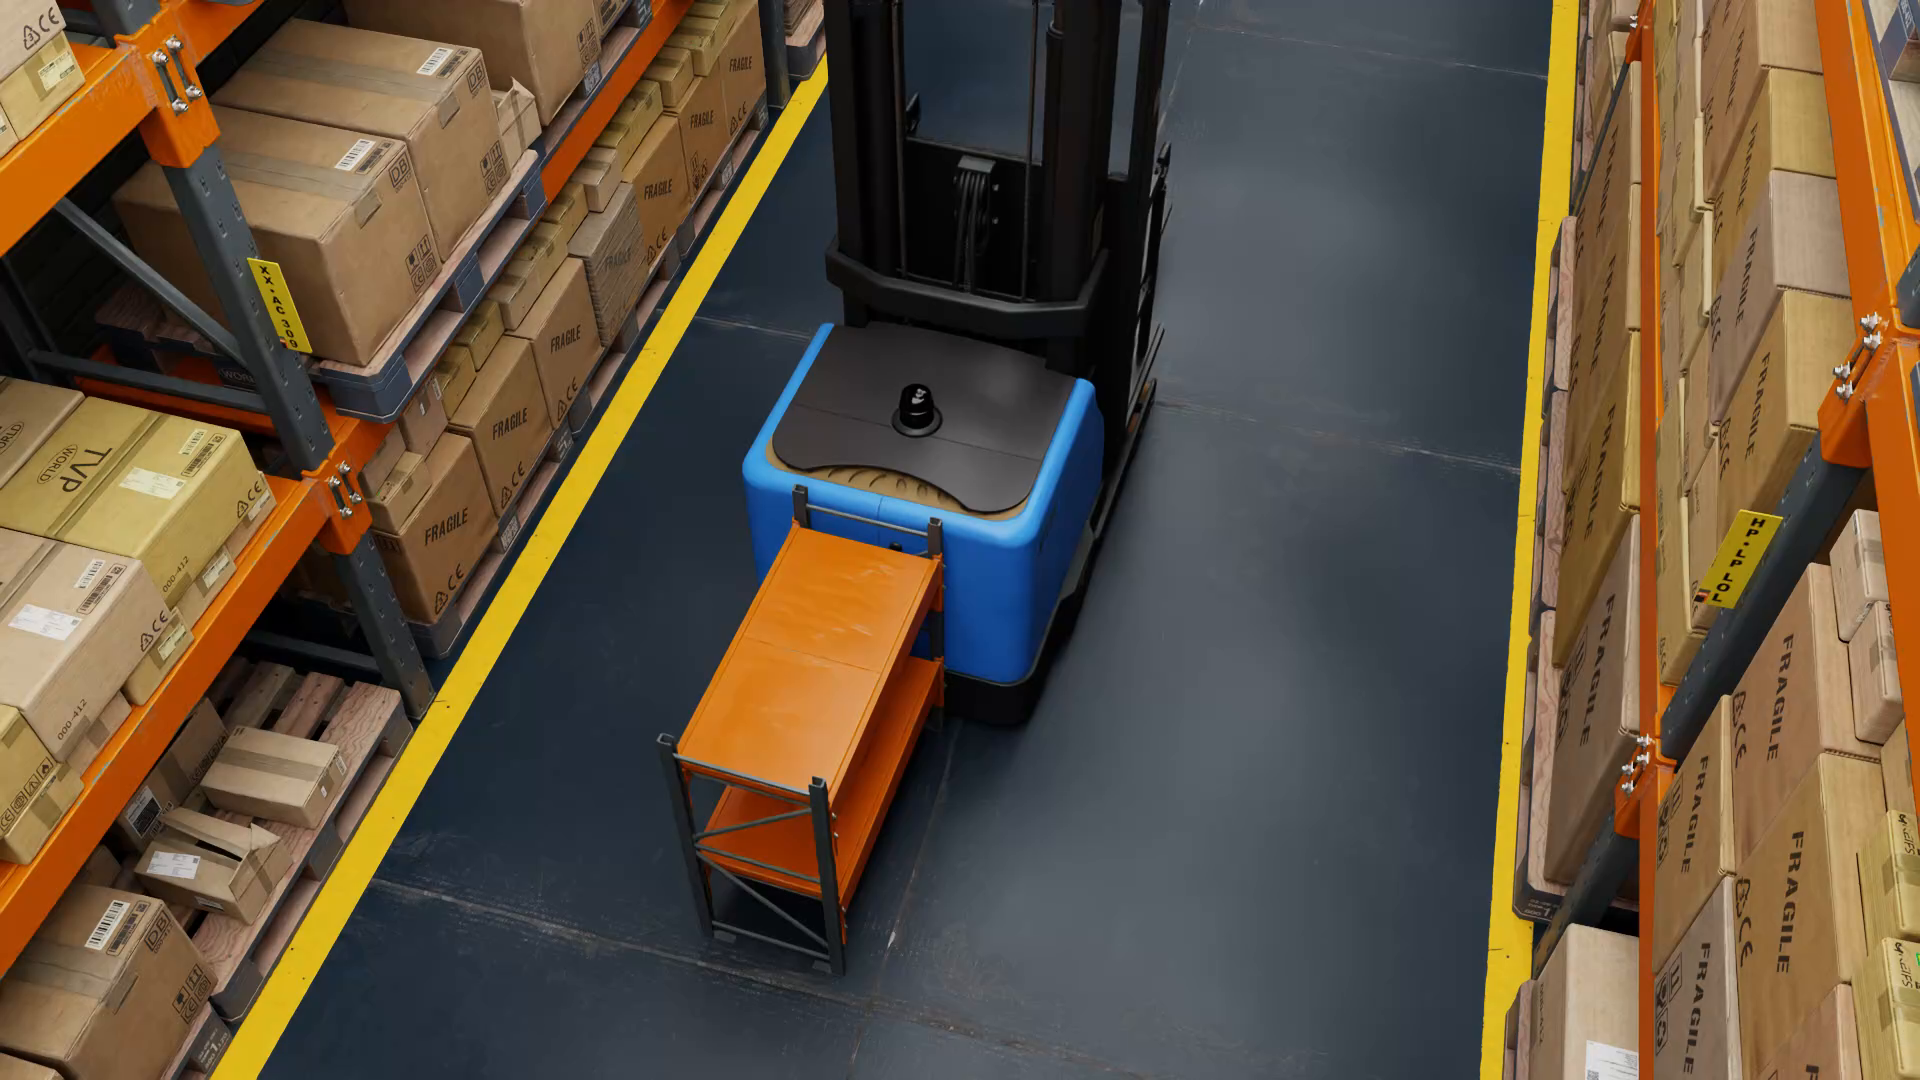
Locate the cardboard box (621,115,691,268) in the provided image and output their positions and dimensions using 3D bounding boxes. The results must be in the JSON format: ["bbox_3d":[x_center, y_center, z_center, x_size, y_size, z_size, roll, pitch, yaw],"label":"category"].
[{"bbox_3d":[-1.565,-1.588,7.457,0.500,0.500,0.500,14,50,12],"label":"cardboard box"}]

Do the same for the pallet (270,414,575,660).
[{"bbox_3d":[-2.259,-0.144,6.655,1.003,0.211,1.213,12,50,10],"label":"pallet"}]

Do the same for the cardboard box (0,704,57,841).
[{"bbox_3d":[-2.597,0.620,4.022,0.500,0.250,0.500,11,50,10],"label":"cardboard box"}]

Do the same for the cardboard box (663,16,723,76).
[{"bbox_3d":[-1.311,-2.280,7.635,0.380,0.149,0.250,9,49,8],"label":"cardboard box"}]

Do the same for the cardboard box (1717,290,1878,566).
[{"bbox_3d":[2.229,-0.230,4.138,0.500,0.500,0.500,13,50,11],"label":"cardboard box"}]

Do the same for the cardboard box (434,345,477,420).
[{"bbox_3d":[-2.031,-0.608,6.159,0.380,0.149,0.250,9,49,8],"label":"cardboard box"}]

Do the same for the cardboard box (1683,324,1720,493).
[{"bbox_3d":[2.359,-0.339,4.734,0.500,0.250,0.500,13,50,11],"label":"cardboard box"}]

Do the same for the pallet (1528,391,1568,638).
[{"bbox_3d":[2.803,-0.029,6.554,1.003,0.211,1.213,12,50,10],"label":"pallet"}]

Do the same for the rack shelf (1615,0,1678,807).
[{"bbox_3d":[2.880,-0.702,5.768,1.077,0.370,4.000,12,50,10],"label":"rack shelf"}]

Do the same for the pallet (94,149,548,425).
[{"bbox_3d":[-2.121,-0.964,5.647,1.003,0.211,1.213,12,50,10],"label":"pallet"}]

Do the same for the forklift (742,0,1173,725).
[{"bbox_3d":[0.202,-1.434,5.980,1.130,2.935,3.031,14,50,12],"label":"forklift"}]

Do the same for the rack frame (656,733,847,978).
[{"bbox_3d":[-0.611,0.985,5.049,0.500,1.125,0.032,14,50,12],"label":"rack frame"}]

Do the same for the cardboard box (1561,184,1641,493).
[{"bbox_3d":[2.905,-0.695,6.419,0.875,0.875,0.875,12,50,10],"label":"cardboard box"}]

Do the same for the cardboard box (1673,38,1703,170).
[{"bbox_3d":[2.754,-1.453,5.718,0.500,0.250,0.500,11,50,10],"label":"cardboard box"}]

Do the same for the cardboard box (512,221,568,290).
[{"bbox_3d":[-1.802,-1.161,6.647,0.380,0.149,0.250,13,50,11],"label":"cardboard box"}]

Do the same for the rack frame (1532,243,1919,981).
[{"bbox_3d":[2.353,0.506,4.221,1.000,3.000,0.127,12,50,10],"label":"rack frame"}]

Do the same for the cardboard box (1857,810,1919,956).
[{"bbox_3d":[1.817,0.654,2.925,0.380,0.149,0.250,11,50,10],"label":"cardboard box"}]

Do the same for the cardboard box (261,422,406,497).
[{"bbox_3d":[-2.144,-0.314,5.702,0.380,0.149,0.250,11,49,9],"label":"cardboard box"}]

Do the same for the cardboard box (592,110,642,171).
[{"bbox_3d":[-1.602,-1.735,7.154,0.380,0.149,0.250,11,49,9],"label":"cardboard box"}]

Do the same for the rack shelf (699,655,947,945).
[{"bbox_3d":[-0.453,0.784,5.553,0.538,0.278,1.000,14,50,12],"label":"rack shelf"}]

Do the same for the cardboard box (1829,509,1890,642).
[{"bbox_3d":[2.020,0.105,3.410,0.380,0.149,0.250,11,49,9],"label":"cardboard box"}]

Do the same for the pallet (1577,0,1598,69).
[{"bbox_3d":[3.936,-2.909,9.095,1.003,0.211,1.213,12,50,10],"label":"pallet"}]

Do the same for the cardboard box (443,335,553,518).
[{"bbox_3d":[-1.961,-0.475,6.475,0.500,0.500,0.500,11,49,10],"label":"cardboard box"}]

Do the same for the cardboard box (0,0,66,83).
[{"bbox_3d":[-2.322,-1.114,3.552,0.500,0.250,0.500,12,50,10],"label":"cardboard box"}]

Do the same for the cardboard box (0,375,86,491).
[{"bbox_3d":[-2.827,-0.214,4.759,0.500,0.250,0.500,11,50,10],"label":"cardboard box"}]

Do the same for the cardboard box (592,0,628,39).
[{"bbox_3d":[-1.635,-2.320,6.367,0.797,0.503,0.637,11,49,9],"label":"cardboard box"}]

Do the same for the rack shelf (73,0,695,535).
[{"bbox_3d":[-1.910,-1.679,6.630,1.077,0.370,4.000,12,50,10],"label":"rack shelf"}]

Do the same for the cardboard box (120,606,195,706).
[{"bbox_3d":[-2.369,0.278,4.590,0.380,0.149,0.250,13,50,11],"label":"cardboard box"}]

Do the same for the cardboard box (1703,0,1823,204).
[{"bbox_3d":[2.632,-1.346,5.123,0.500,0.500,0.500,12,50,11],"label":"cardboard box"}]

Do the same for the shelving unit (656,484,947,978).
[{"bbox_3d":[-0.453,0.622,5.369,0.538,1.125,1.048,14,50,12],"label":"shelving unit"}]

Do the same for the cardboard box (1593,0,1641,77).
[{"bbox_3d":[3.751,-2.599,8.434,0.950,0.372,0.625,11,49,9],"label":"cardboard box"}]

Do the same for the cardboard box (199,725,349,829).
[{"bbox_3d":[-2.300,0.795,5.588,0.380,0.149,0.250,10,49,9],"label":"cardboard box"}]

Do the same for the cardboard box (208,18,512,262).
[{"bbox_3d":[-1.957,-1.323,5.489,0.700,0.500,0.500,12,50,10],"label":"cardboard box"}]

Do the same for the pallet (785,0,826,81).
[{"bbox_3d":[-1.129,-3.029,9.201,1.003,0.211,1.213,12,50,10],"label":"pallet"}]

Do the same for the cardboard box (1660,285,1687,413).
[{"bbox_3d":[2.514,-0.548,5.252,0.500,0.250,0.500,10,49,9],"label":"cardboard box"}]

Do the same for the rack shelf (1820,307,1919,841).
[{"bbox_3d":[1.827,1.198,2.090,1.077,0.370,4.000,12,50,10],"label":"rack shelf"}]

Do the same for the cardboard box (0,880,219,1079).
[{"bbox_3d":[-2.701,1.326,4.885,0.700,0.500,0.500,10,49,9],"label":"cardboard box"}]

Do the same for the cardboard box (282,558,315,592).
[{"bbox_3d":[-2.593,-0.196,6.228,0.500,0.500,0.500,11,50,10],"label":"cardboard box"}]

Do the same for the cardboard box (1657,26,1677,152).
[{"bbox_3d":[2.916,-1.658,6.232,0.500,0.250,0.500,10,49,9],"label":"cardboard box"}]

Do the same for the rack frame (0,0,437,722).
[{"bbox_3d":[-2.436,-0.471,5.084,1.000,3.000,0.127,12,50,10],"label":"rack frame"}]

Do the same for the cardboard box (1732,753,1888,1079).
[{"bbox_3d":[1.855,0.803,3.226,0.500,0.500,0.500,11,49,10],"label":"cardboard box"}]

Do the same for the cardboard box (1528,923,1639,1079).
[{"bbox_3d":[2.084,1.648,4.642,0.875,0.438,0.875,11,49,9],"label":"cardboard box"}]

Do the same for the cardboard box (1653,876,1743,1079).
[{"bbox_3d":[1.841,1.124,3.609,0.500,0.500,0.500,12,50,10],"label":"cardboard box"}]
